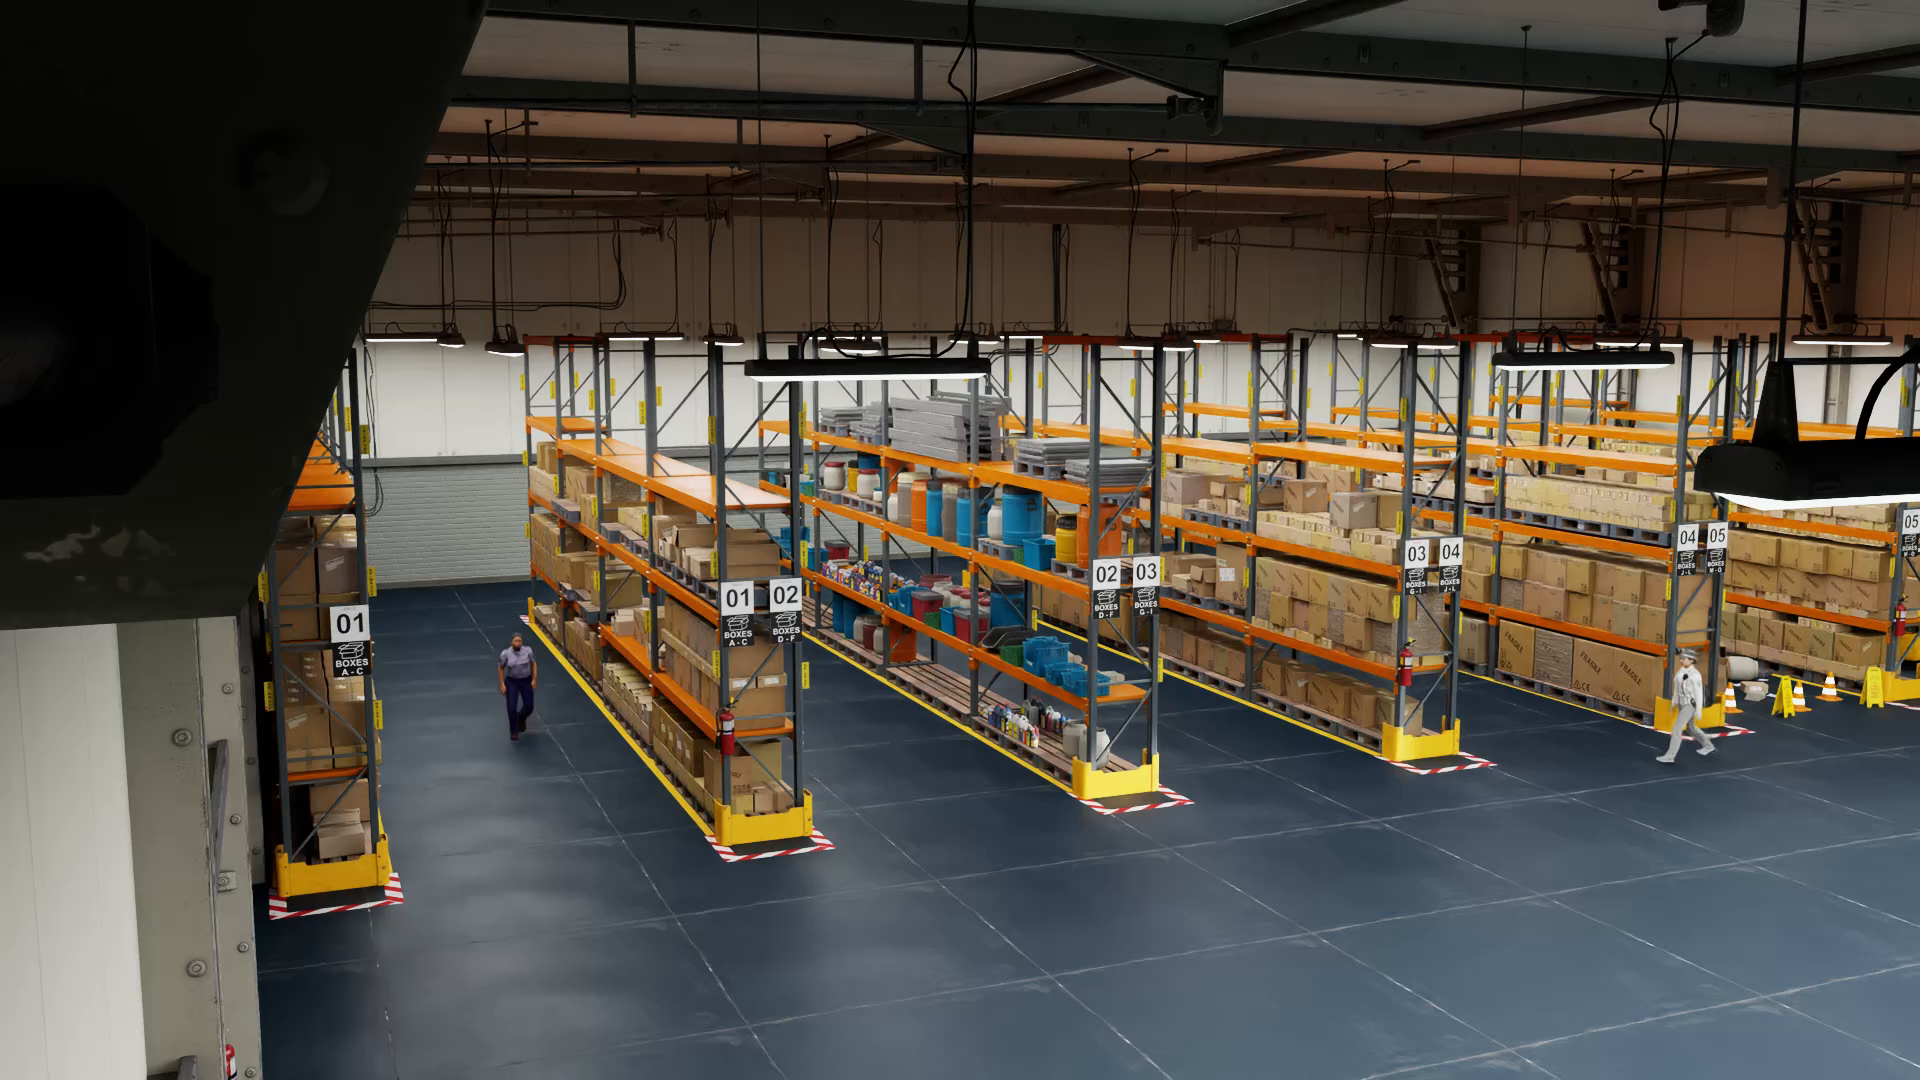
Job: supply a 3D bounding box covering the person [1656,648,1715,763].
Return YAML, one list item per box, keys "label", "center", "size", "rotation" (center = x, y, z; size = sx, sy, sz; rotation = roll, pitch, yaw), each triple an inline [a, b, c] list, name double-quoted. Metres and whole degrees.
- label: "person"
  center: [10.408, 2.355, 23.788]
  size: [0.987, 1.636, 0.491]
  rotation: [-1, 8, -11]

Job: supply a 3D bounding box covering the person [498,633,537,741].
- label: "person"
  center: [-6.719, 2.189, 25.257]
  size: [0.571, 1.632, 0.539]
  rotation: [-3, 8, -20]
